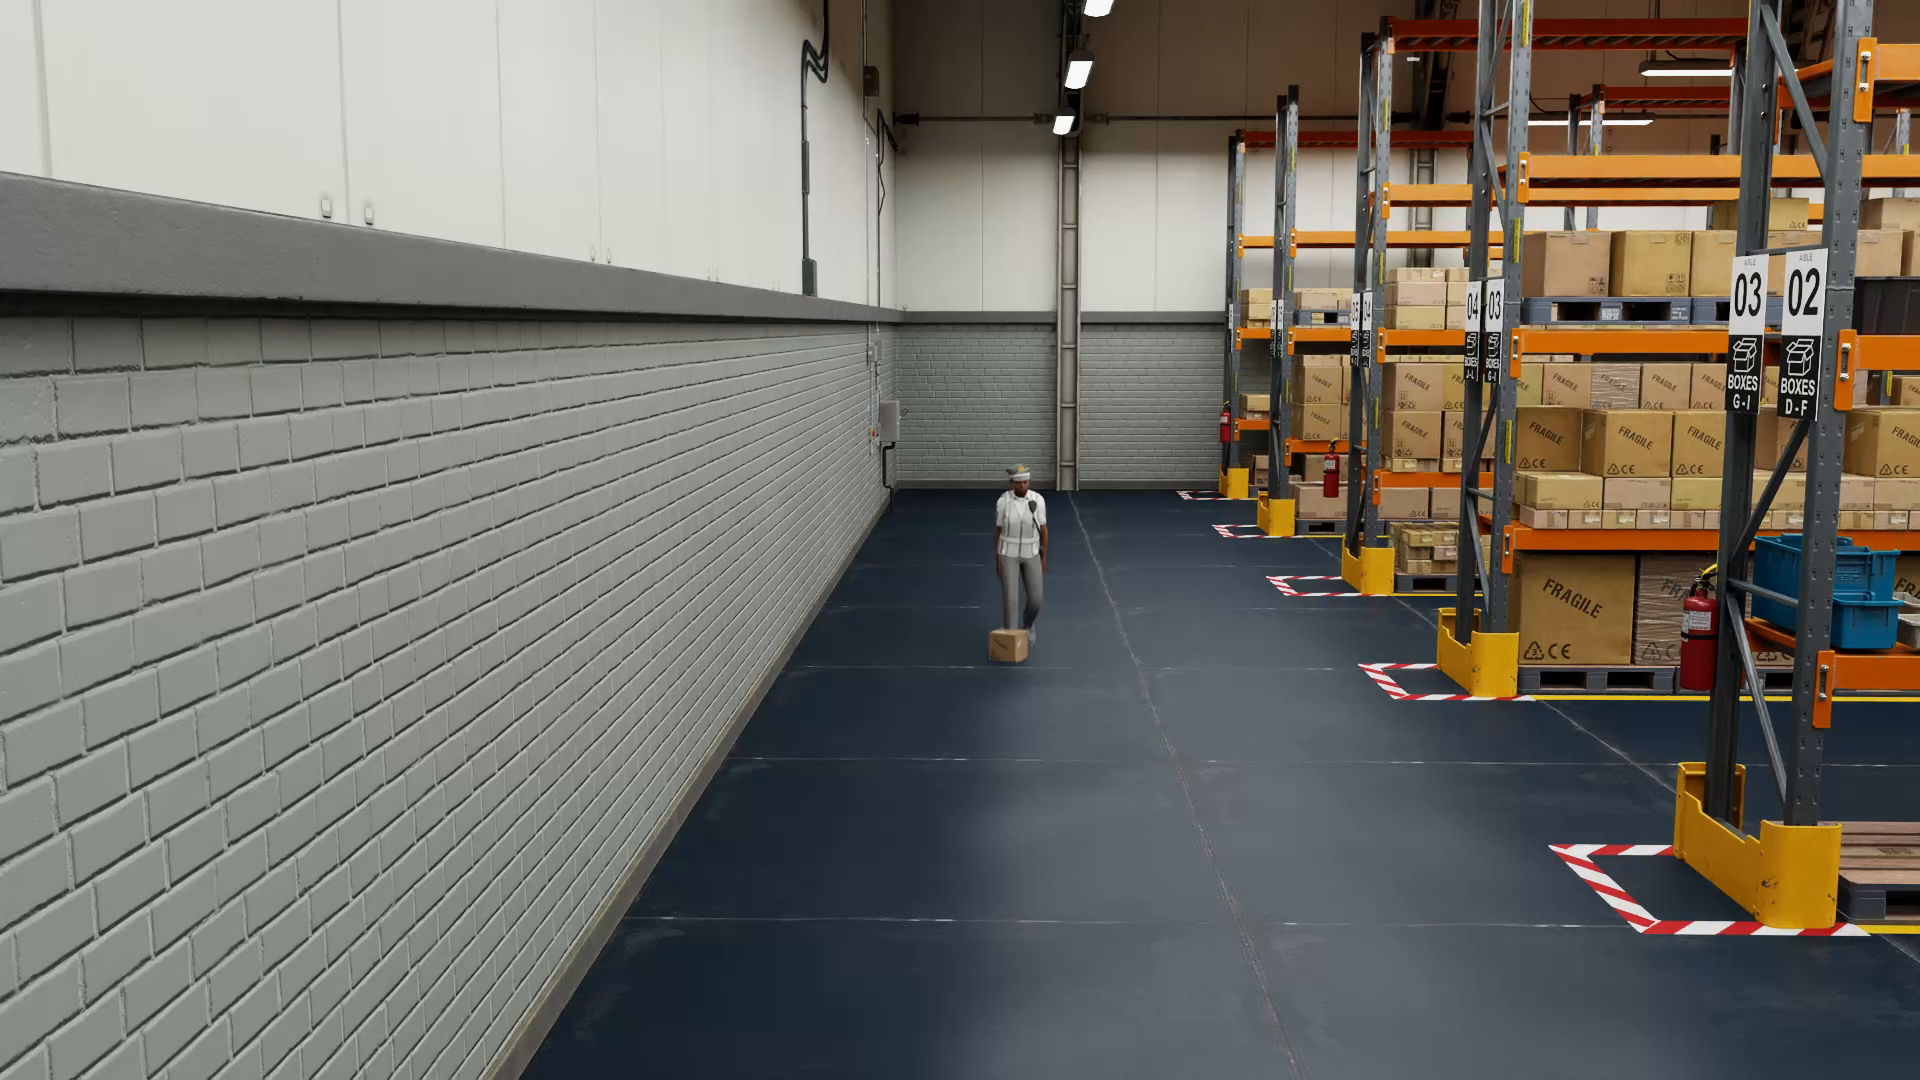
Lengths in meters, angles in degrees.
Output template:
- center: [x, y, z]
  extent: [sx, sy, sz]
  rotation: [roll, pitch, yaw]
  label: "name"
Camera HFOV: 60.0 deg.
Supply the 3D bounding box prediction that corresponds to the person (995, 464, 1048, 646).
- center: [0.529, 0.151, 14.443]
  extent: [0.456, 1.647, 0.527]
  rotation: [0, 7, -1]
  label: "person"
